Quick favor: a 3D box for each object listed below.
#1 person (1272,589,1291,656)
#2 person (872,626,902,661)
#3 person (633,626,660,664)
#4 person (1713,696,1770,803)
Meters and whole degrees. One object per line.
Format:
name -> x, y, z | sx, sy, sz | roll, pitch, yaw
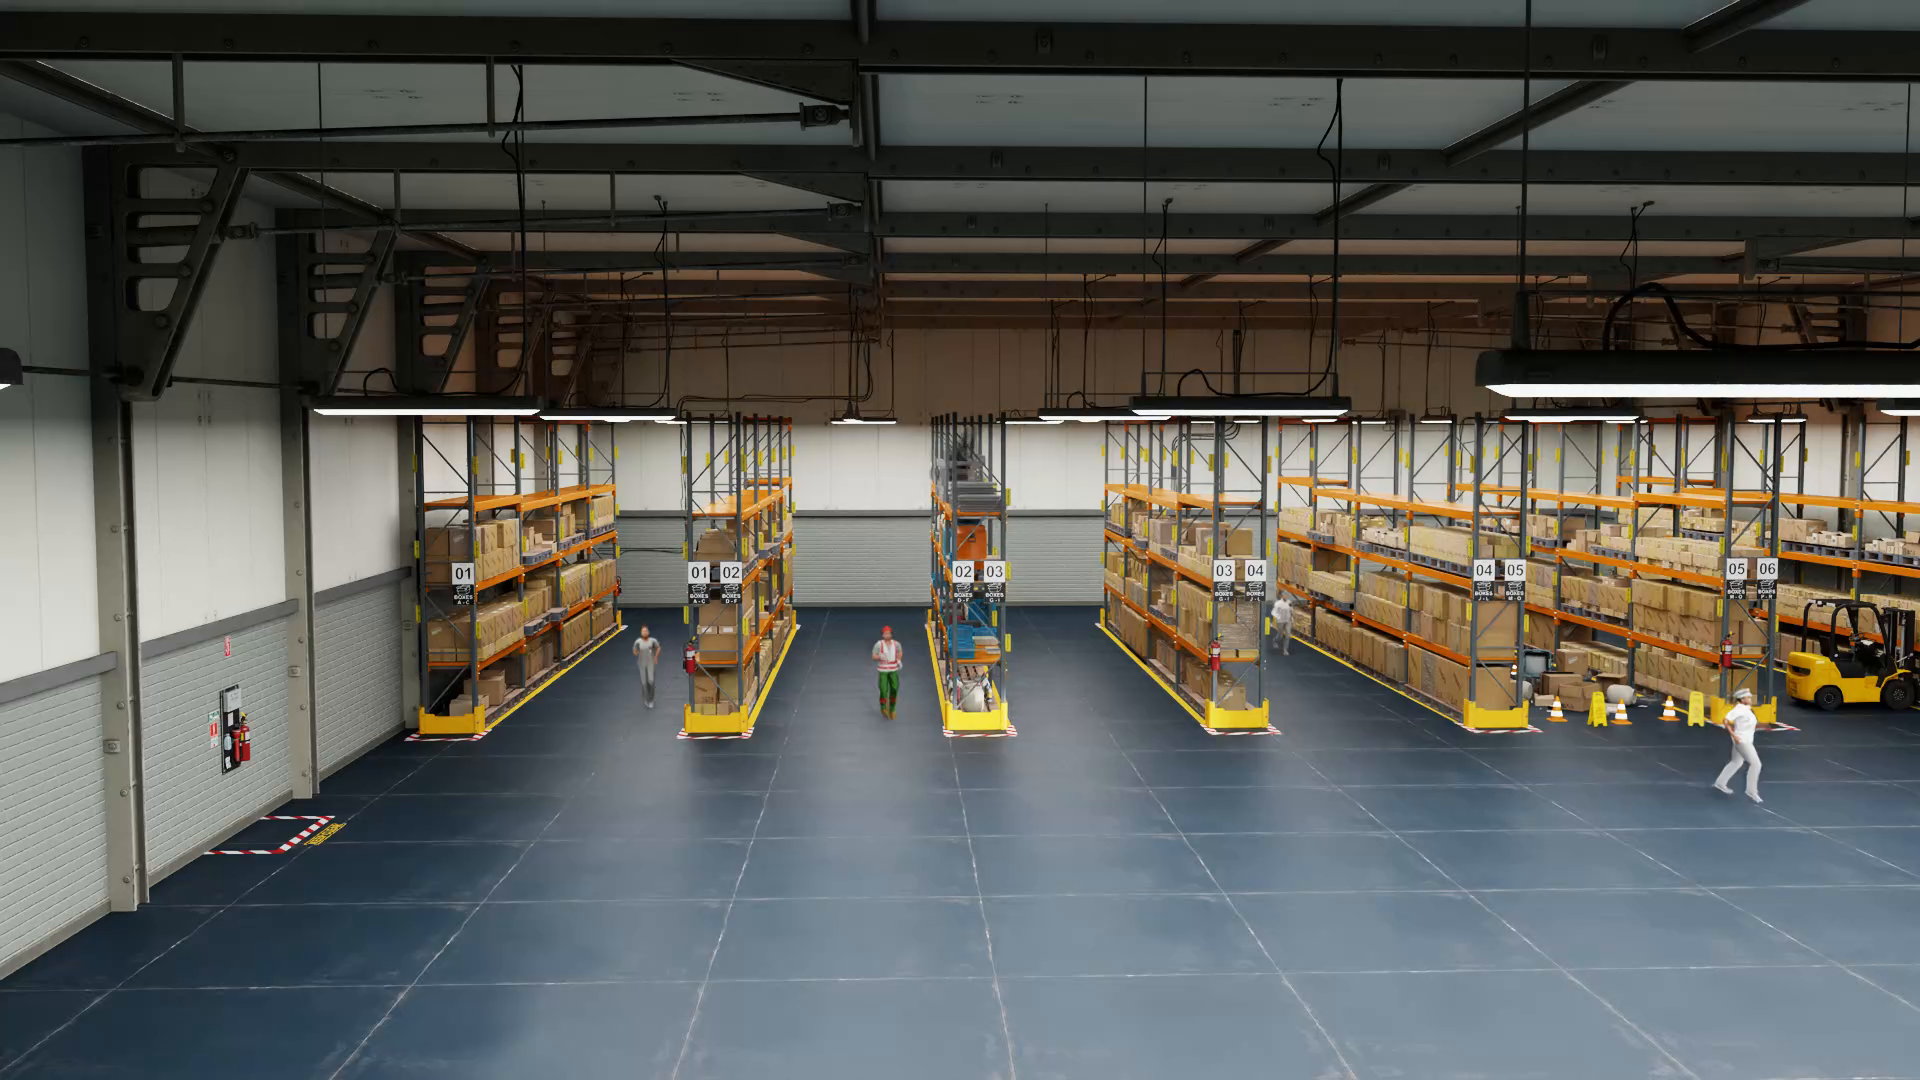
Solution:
person -> 8.104, 2.053, 41.830 | 0.363, 1.663, 0.765 | -1, 4, -11
person -> -1.418, 2.057, 32.617 | 0.631, 0.735, 0.507 | -1, 4, -11
person -> -6.379, 2.143, 33.760 | 0.542, 0.799, 0.591 | 0, 4, -6
person -> 12.010, 3.157, 25.558 | 0.770, 1.719, 0.546 | 2, 4, 30
